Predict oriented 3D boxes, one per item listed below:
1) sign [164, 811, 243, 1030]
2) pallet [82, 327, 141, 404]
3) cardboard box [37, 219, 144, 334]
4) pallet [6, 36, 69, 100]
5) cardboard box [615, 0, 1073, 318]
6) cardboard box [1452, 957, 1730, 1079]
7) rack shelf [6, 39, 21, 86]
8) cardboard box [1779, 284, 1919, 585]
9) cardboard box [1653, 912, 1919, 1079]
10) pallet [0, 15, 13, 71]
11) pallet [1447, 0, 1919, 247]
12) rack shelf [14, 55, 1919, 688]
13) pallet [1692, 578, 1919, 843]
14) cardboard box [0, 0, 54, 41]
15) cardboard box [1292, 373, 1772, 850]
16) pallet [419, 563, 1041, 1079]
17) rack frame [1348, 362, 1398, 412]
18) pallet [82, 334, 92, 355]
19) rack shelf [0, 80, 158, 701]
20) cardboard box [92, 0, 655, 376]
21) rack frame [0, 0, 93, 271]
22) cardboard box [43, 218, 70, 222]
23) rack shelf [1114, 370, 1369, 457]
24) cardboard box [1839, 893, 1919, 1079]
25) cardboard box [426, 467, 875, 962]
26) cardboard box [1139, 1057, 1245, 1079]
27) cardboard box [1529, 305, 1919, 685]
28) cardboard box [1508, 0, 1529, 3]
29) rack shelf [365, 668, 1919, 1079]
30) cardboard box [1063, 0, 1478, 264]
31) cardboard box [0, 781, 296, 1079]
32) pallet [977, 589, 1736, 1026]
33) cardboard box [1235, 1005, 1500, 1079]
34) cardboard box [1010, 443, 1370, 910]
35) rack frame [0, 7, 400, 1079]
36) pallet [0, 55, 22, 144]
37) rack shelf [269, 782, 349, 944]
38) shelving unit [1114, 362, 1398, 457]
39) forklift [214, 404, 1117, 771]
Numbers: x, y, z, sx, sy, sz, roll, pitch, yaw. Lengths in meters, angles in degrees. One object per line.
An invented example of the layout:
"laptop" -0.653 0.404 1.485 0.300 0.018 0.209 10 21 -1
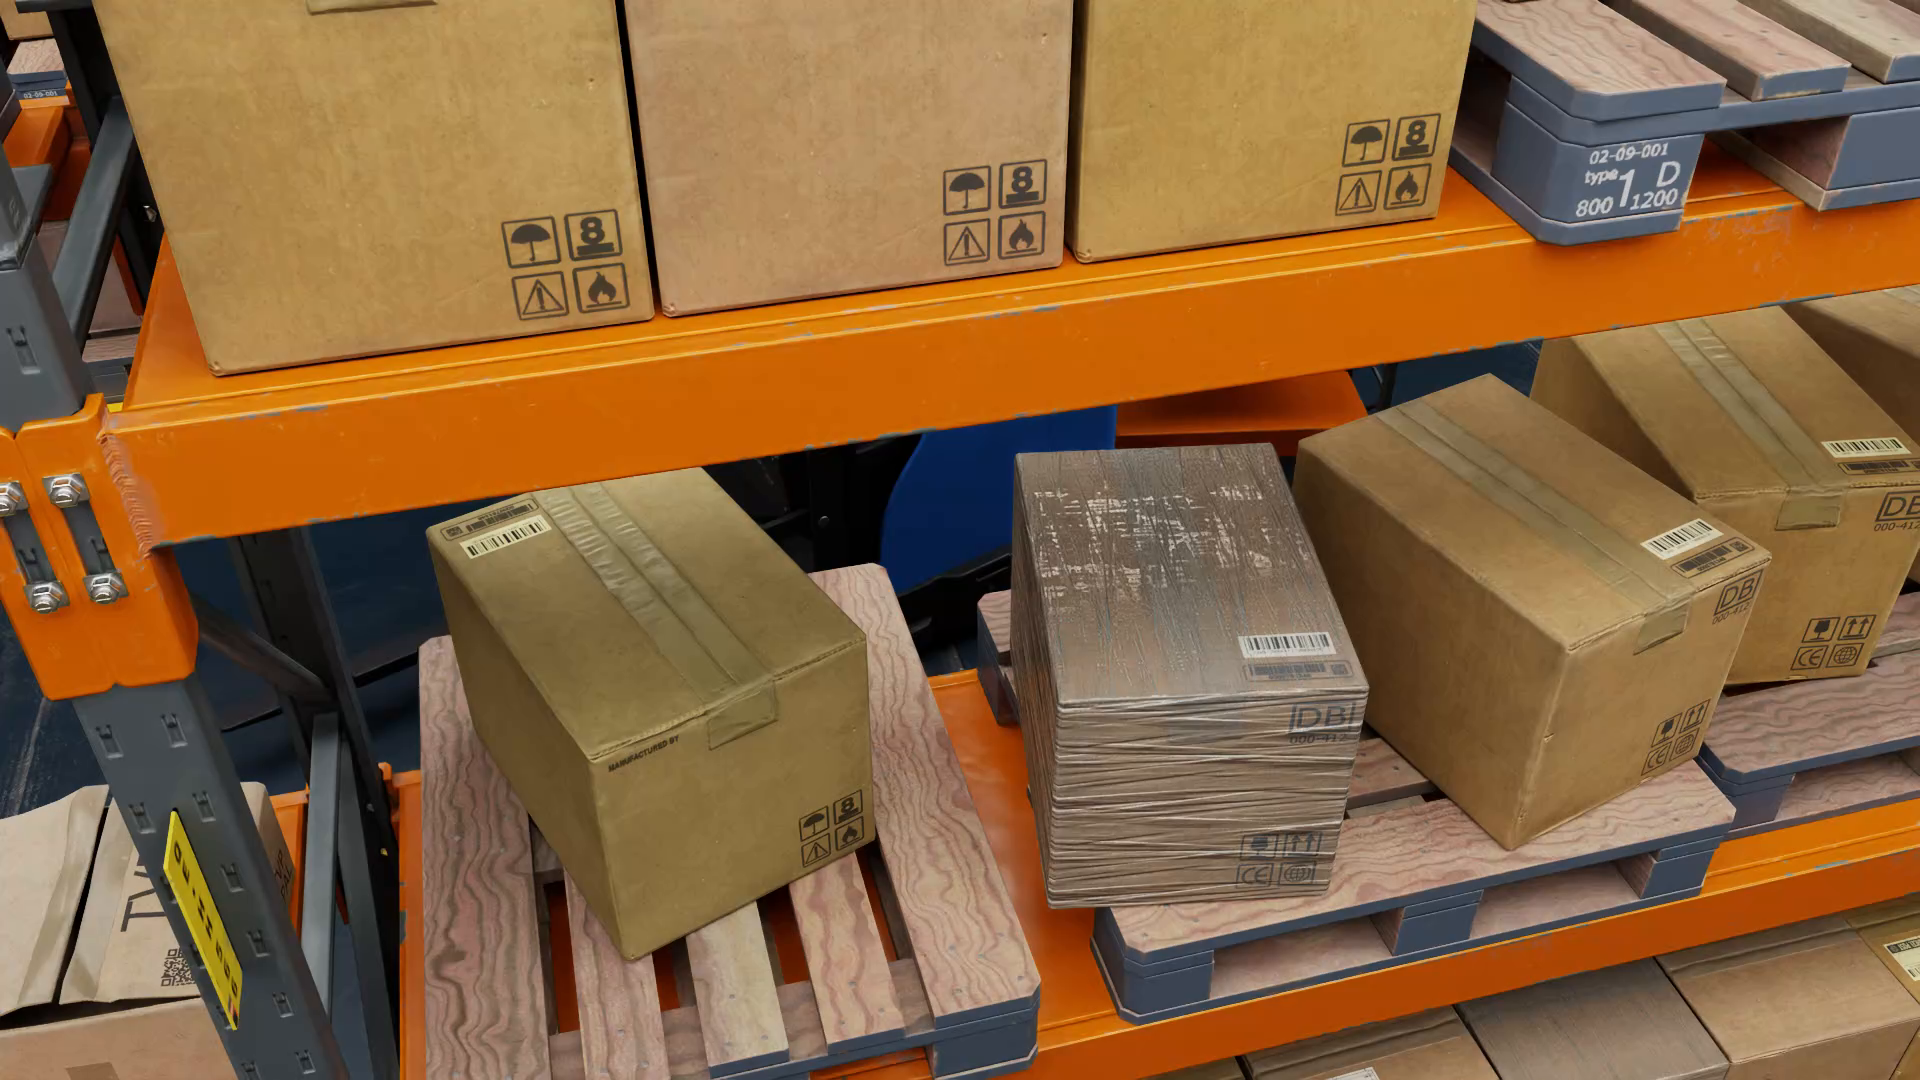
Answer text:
"sign" -0.986 0.501 2.173 0.005 0.325 0.100 -9 38 -12
"pallet" -3.184 -1.038 7.434 1.213 0.211 1.003 -9 38 -12
"cardboard box" -3.638 -1.293 7.166 0.500 0.500 0.700 -9 38 -12
"pallet" -3.089 -2.017 6.576 1.003 0.211 1.213 -9 38 -12
"cardboard box" -0.229 -0.765 2.230 0.500 0.500 0.910 -9 38 -12
"cardboard box" 1.363 1.220 3.882 0.500 0.500 0.500 -9 38 -11
"rack shelf" -4.360 -1.666 6.552 4.000 0.370 1.077 -9 38 -12
"cardboard box" 2.212 -0.260 3.693 0.500 0.500 0.700 -23 43 -27
"cardboard box" 1.847 1.140 3.986 0.500 0.500 0.500 -9 38 -12
"pallet" -4.329 -1.855 6.364 1.213 0.211 1.003 -9 38 -12
"pallet" 1.080 -0.886 2.625 1.003 0.211 1.213 -9 38 -12
"rack shelf" 0.797 -0.586 2.671 4.000 0.370 1.077 -9 38 -12
"pallet" 1.928 0.141 3.754 1.213 0.211 1.003 -9 38 -12
"cardboard box" -3.413 -2.299 6.342 0.500 0.500 0.700 -13 39 -16
"cardboard box" 1.038 0.112 3.207 0.500 0.500 0.700 -19 41 -23
"pallet" -0.498 0.564 3.202 1.003 0.211 1.213 -9 38 -12
"rack frame" 1.528 -0.668 6.197 0.032 1.125 0.500 -2 37 -3
"pallet" -4.359 -0.847 7.184 1.213 0.211 1.003 -9 38 -12
"rack shelf" -3.065 0.047 1.843 4.000 0.370 1.077 -9 38 -12
"cardboard box" -0.721 -0.684 2.124 0.500 0.500 0.910 -9 38 -12
"rack frame" -1.134 -1.747 1.127 0.127 3.000 1.000 -9 38 -12
"cardboard box" -3.677 -1.550 6.886 0.500 0.250 0.500 -9 38 -11
"rack shelf" 1.020 -0.453 6.319 1.000 0.278 0.538 -2 37 -3
"cardboard box" 2.326 1.067 4.082 0.500 0.500 0.500 -10 38 -12
"cardboard box" -0.555 0.264 3.008 0.500 0.500 0.700 -23 43 -27
"cardboard box" 0.370 1.387 3.663 0.500 0.500 0.500 -10 38 -13
"cardboard box" 1.565 -0.114 3.502 0.500 0.500 0.700 -4 38 -5
"cardboard box" 0.935 -1.186 2.352 0.600 0.600 0.600 -11 39 -14
"rack shelf" 0.797 0.605 3.582 4.000 0.370 1.077 -9 38 -12
"cardboard box" 0.273 -0.847 2.337 0.500 0.500 0.910 -9 38 -12
"cardboard box" -1.496 0.704 2.935 0.500 0.311 0.500 -7 38 -9
"pallet" 0.742 0.402 3.414 1.213 0.211 1.003 -9 38 -12
"cardboard box" 0.872 1.301 3.775 0.500 0.500 0.500 -11 39 -13
"cardboard box" 0.378 0.231 3.051 0.500 0.500 0.700 -3 37 -3
"rack frame" -1.134 0.636 2.949 0.127 3.000 1.000 -9 38 -12
"pallet" -1.766 -0.320 1.886 1.003 0.211 1.213 -8 38 -10
"rack shelf" -3.065 1.239 2.754 4.000 0.370 1.077 -9 38 -12
"shelving unit" 1.020 -0.648 6.171 1.048 1.125 0.538 -2 37 -3
"forklift" -0.927 -0.803 4.888 3.031 2.935 1.130 -24 44 -28
